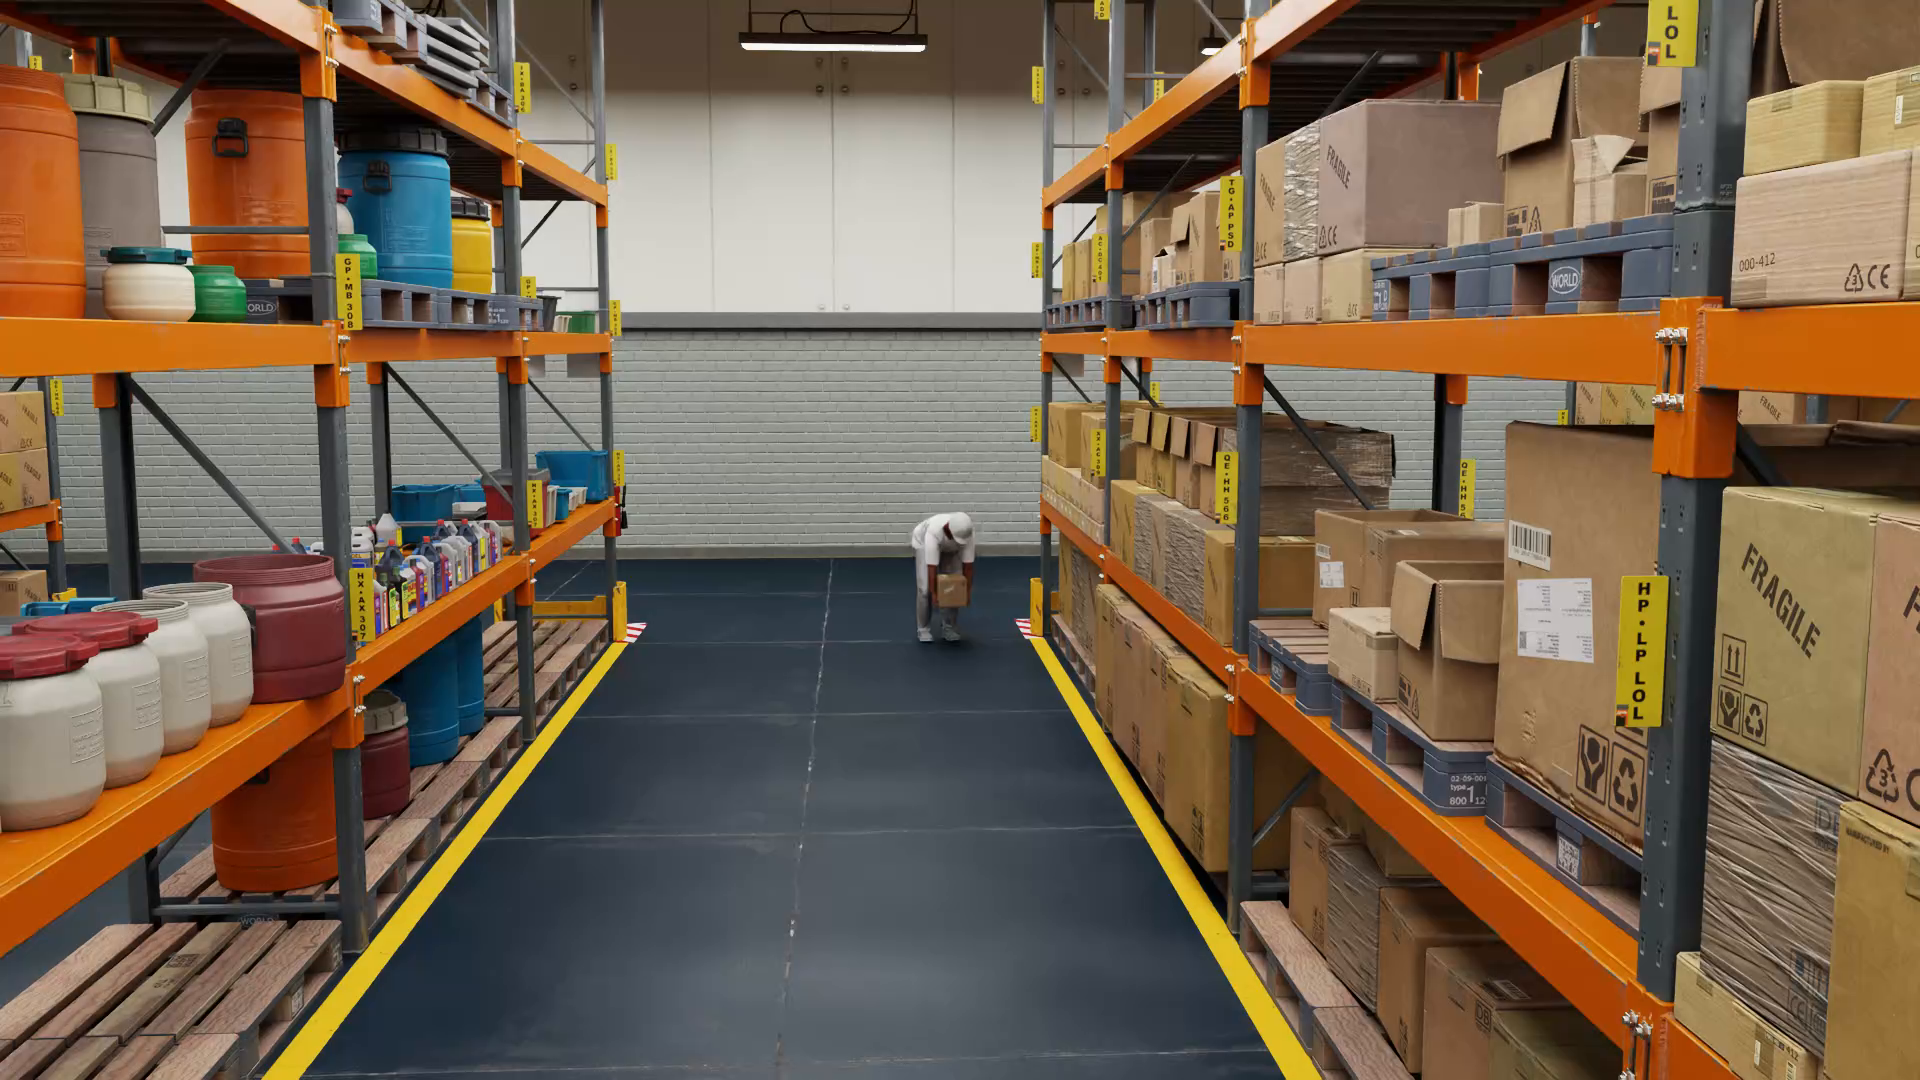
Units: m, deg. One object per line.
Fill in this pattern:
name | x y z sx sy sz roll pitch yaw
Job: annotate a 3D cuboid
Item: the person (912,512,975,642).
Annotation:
person | -0.114 0.330 15.079 0.472 1.240 0.956 -3 7 -20
